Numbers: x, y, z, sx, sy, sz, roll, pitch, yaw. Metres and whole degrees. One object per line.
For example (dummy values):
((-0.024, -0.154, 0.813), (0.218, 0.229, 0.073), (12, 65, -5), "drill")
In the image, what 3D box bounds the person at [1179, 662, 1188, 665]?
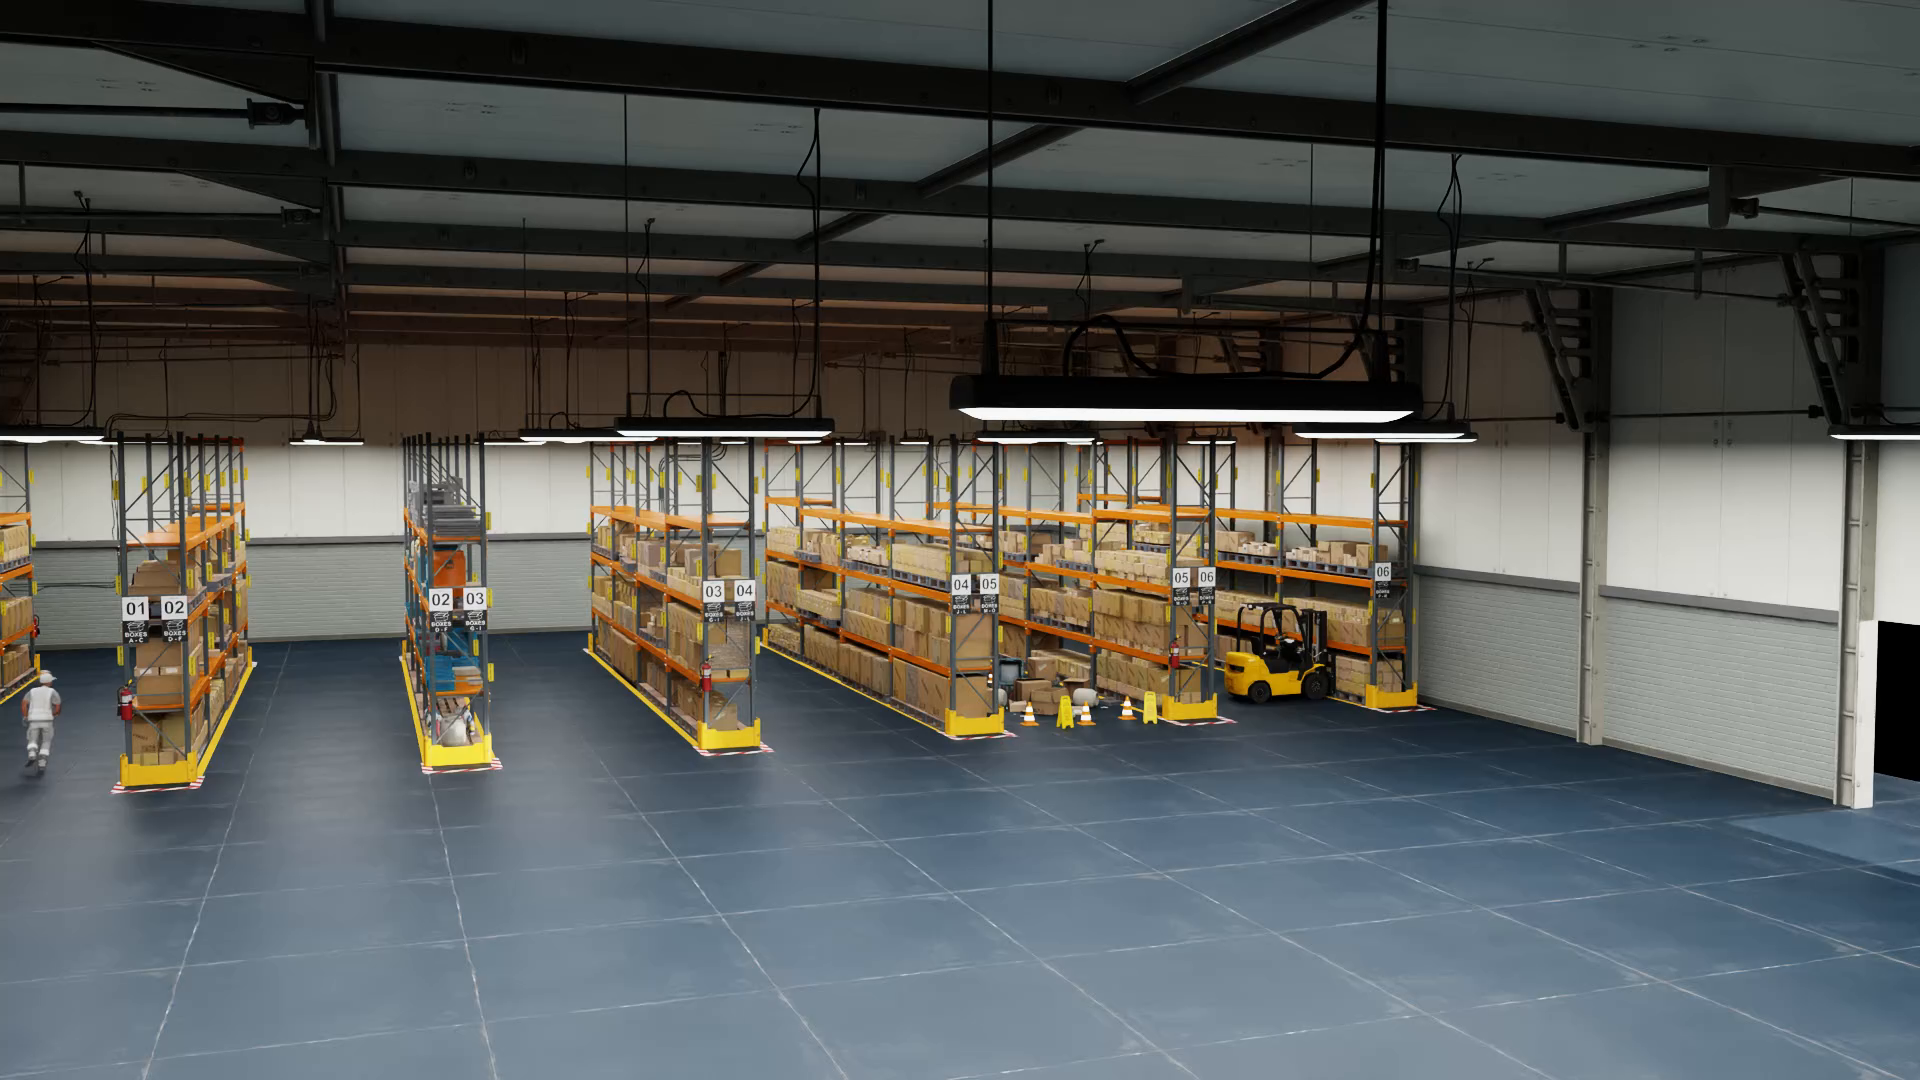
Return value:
((5.145, 2.782, 39.309), (0.589, 1.542, 0.721), (-1, 3, -17), "person")

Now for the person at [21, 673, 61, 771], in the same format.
((-16.412, 3.244, 29.708), (0.652, 1.675, 0.758), (-1, 3, -18), "person")
